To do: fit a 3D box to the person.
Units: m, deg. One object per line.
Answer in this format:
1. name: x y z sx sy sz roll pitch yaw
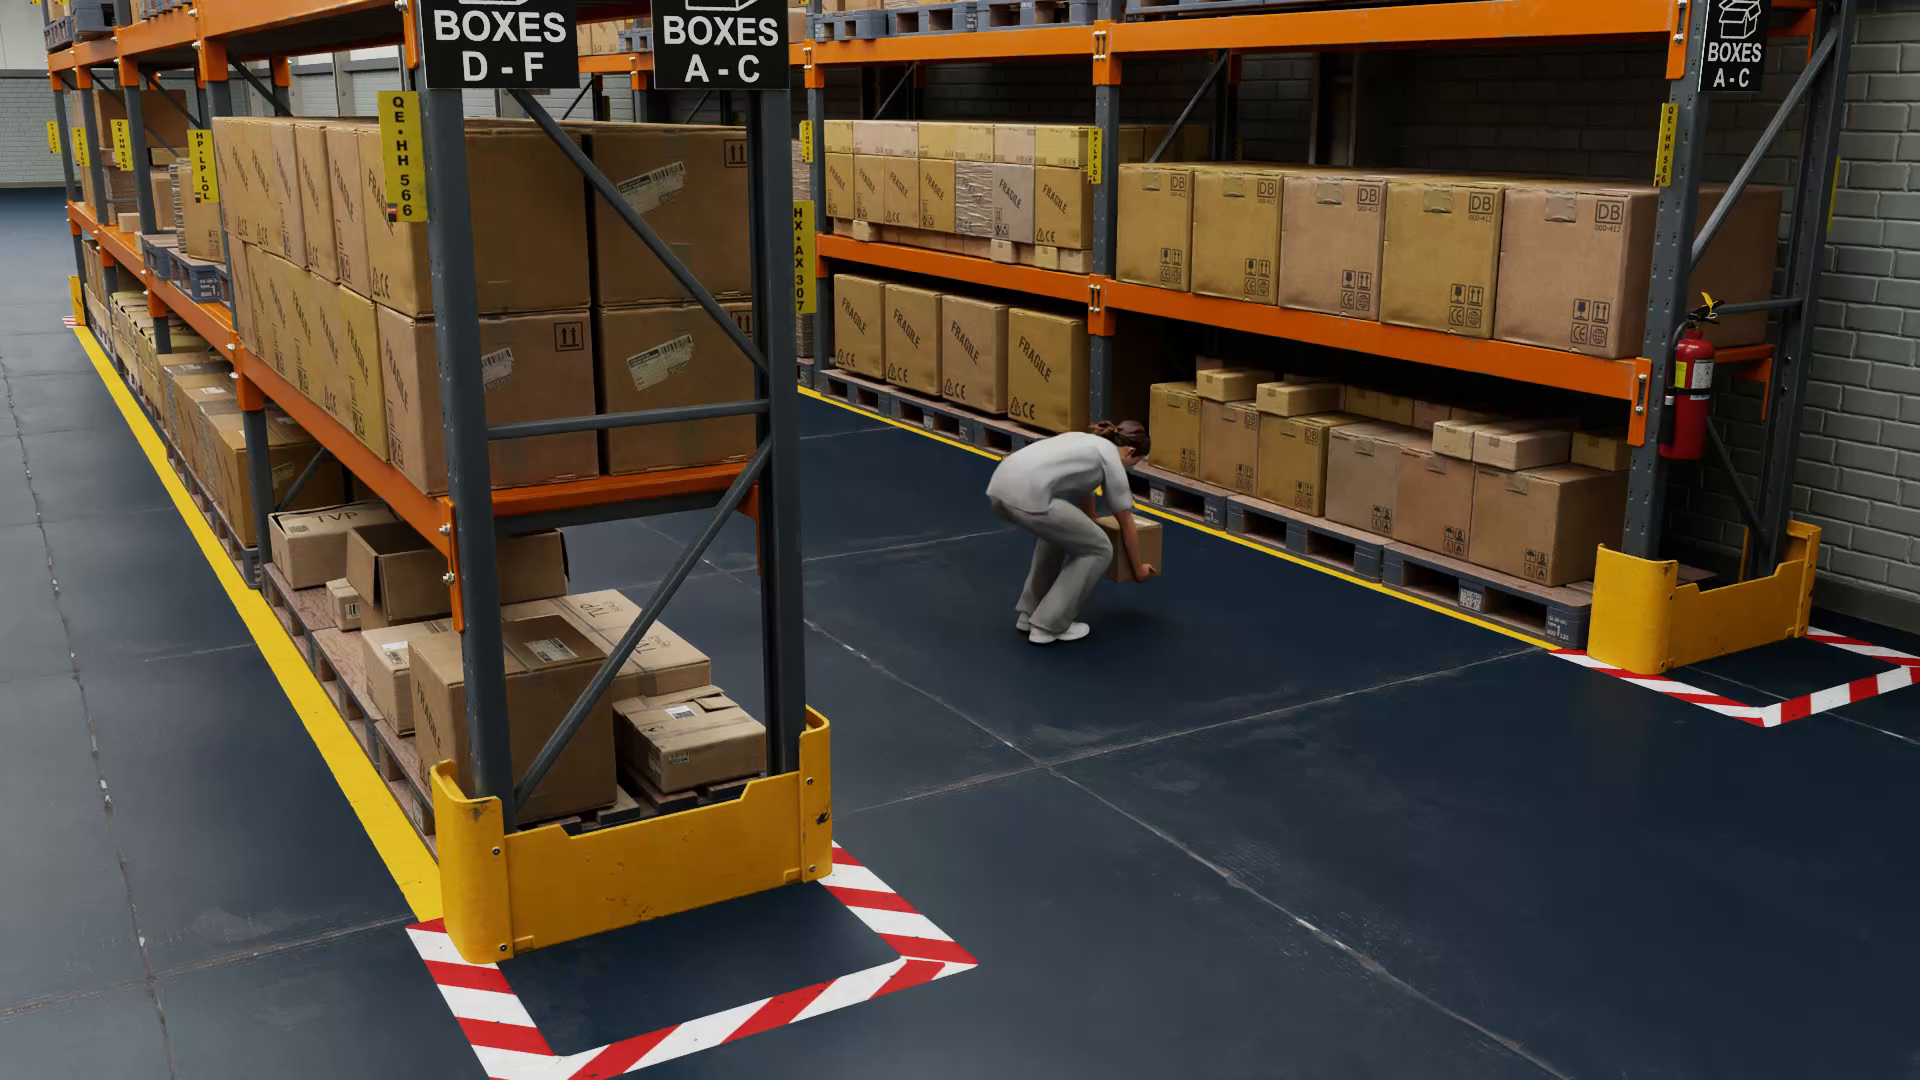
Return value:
1. person: 0.525 -0.053 7.617 0.862 0.955 0.464 -10 18 -32
